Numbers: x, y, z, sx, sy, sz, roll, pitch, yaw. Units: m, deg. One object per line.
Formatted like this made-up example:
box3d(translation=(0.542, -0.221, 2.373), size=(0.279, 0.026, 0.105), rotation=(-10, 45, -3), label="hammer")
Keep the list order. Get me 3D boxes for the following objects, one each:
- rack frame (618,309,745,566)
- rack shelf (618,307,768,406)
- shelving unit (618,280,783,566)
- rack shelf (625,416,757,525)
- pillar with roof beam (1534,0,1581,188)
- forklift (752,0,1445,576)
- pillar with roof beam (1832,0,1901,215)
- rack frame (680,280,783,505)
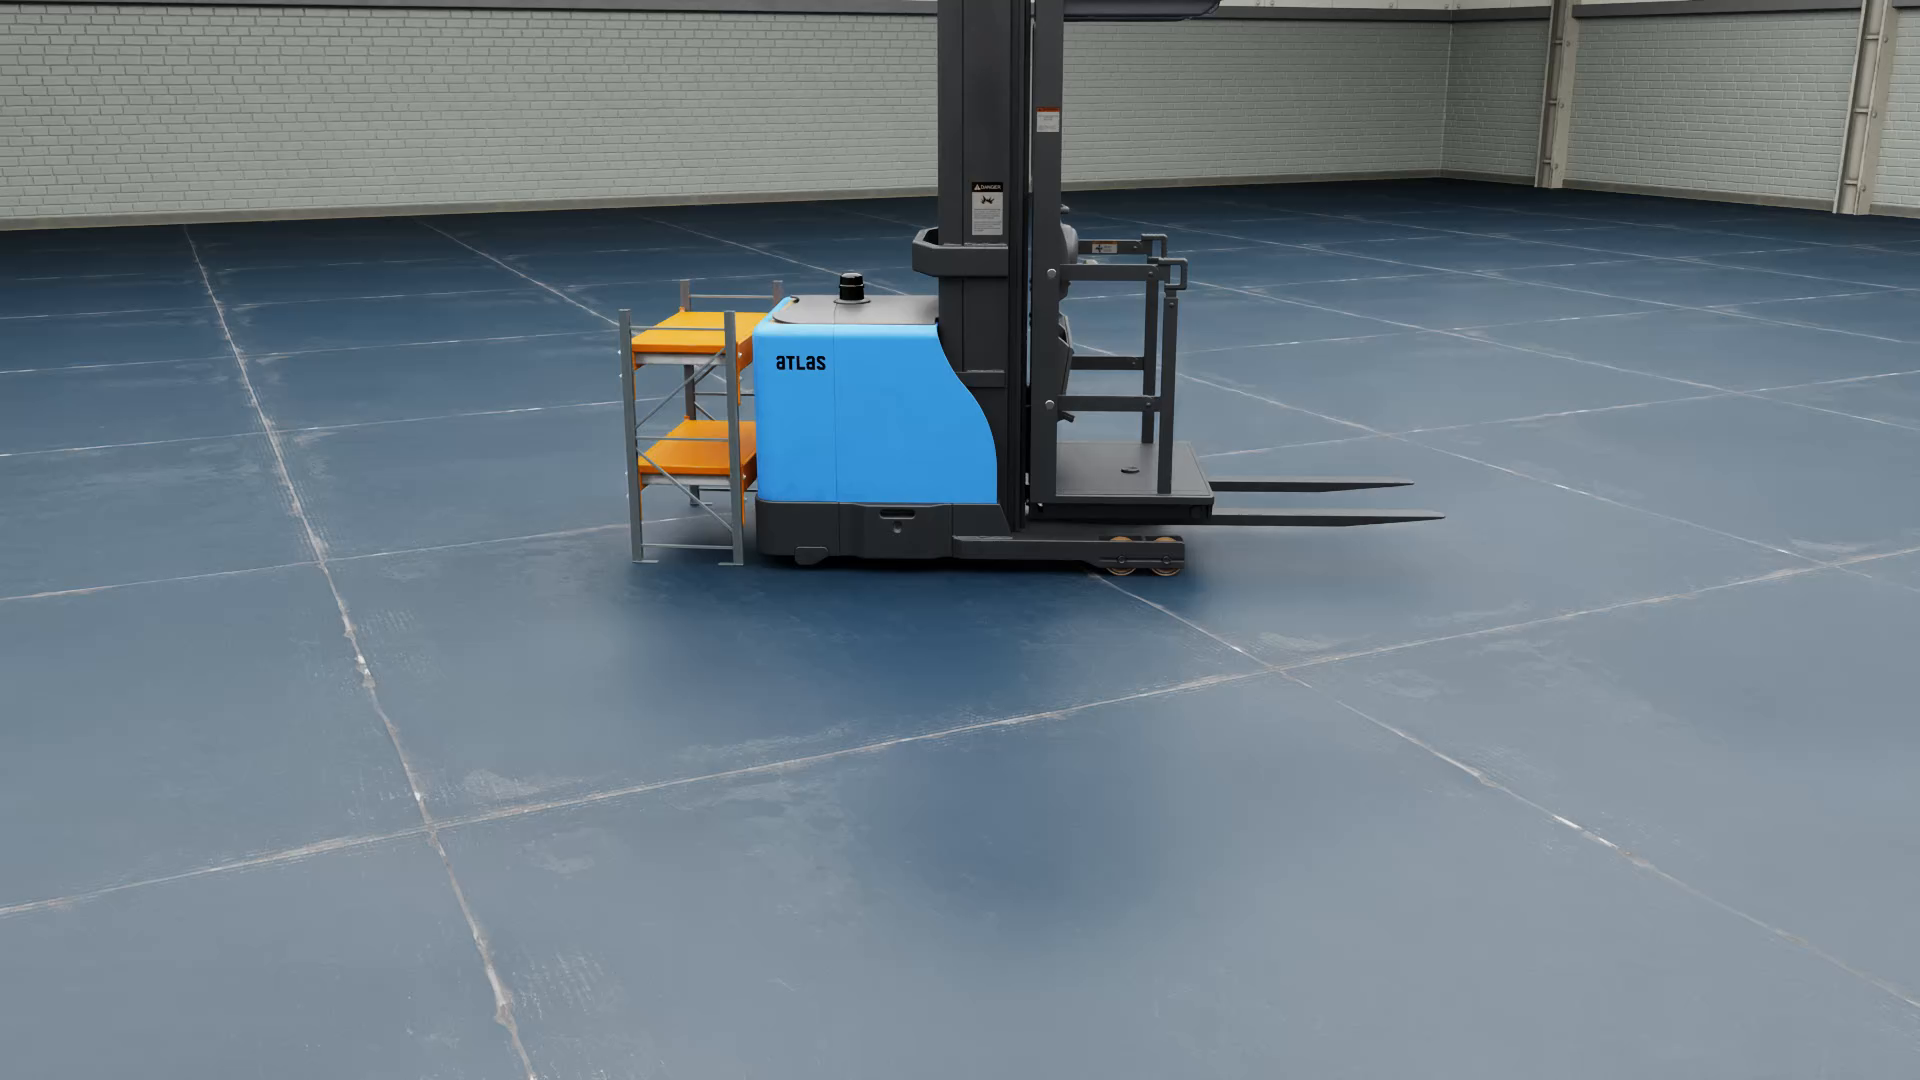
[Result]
box3d(translation=(-1.206, -0.436, 7.231), size=(0.500, 1.125, 0.032), rotation=(2, 16, 5), label="rack frame")
box3d(translation=(-1.157, -0.857, 7.637), size=(0.538, 0.278, 1.000), rotation=(2, 16, 5), label="rack shelf")
box3d(translation=(-1.157, -0.576, 7.717), size=(0.538, 1.125, 1.048), rotation=(2, 16, 5), label="shelving unit")
box3d(translation=(-1.157, -0.341, 7.785), size=(0.538, 0.278, 1.000), rotation=(2, 16, 5), label="rack shelf")
box3d(translation=(6.653, -10.111, 26.669), size=(9.100, 9.000, 0.400), rotation=(-8, 18, -25), label="pillar with roof beam")
box3d(translation=(0.630, -1.403, 7.324), size=(3.031, 2.935, 1.130), rotation=(1, 16, 2), label="forklift")
box3d(translation=(9.281, -8.623, 21.484), size=(9.100, 9.000, 0.400), rotation=(-8, 18, -25), label="pillar with roof beam")
box3d(translation=(-1.107, -0.715, 8.204), size=(0.500, 1.125, 0.032), rotation=(2, 16, 5), label="rack frame")
